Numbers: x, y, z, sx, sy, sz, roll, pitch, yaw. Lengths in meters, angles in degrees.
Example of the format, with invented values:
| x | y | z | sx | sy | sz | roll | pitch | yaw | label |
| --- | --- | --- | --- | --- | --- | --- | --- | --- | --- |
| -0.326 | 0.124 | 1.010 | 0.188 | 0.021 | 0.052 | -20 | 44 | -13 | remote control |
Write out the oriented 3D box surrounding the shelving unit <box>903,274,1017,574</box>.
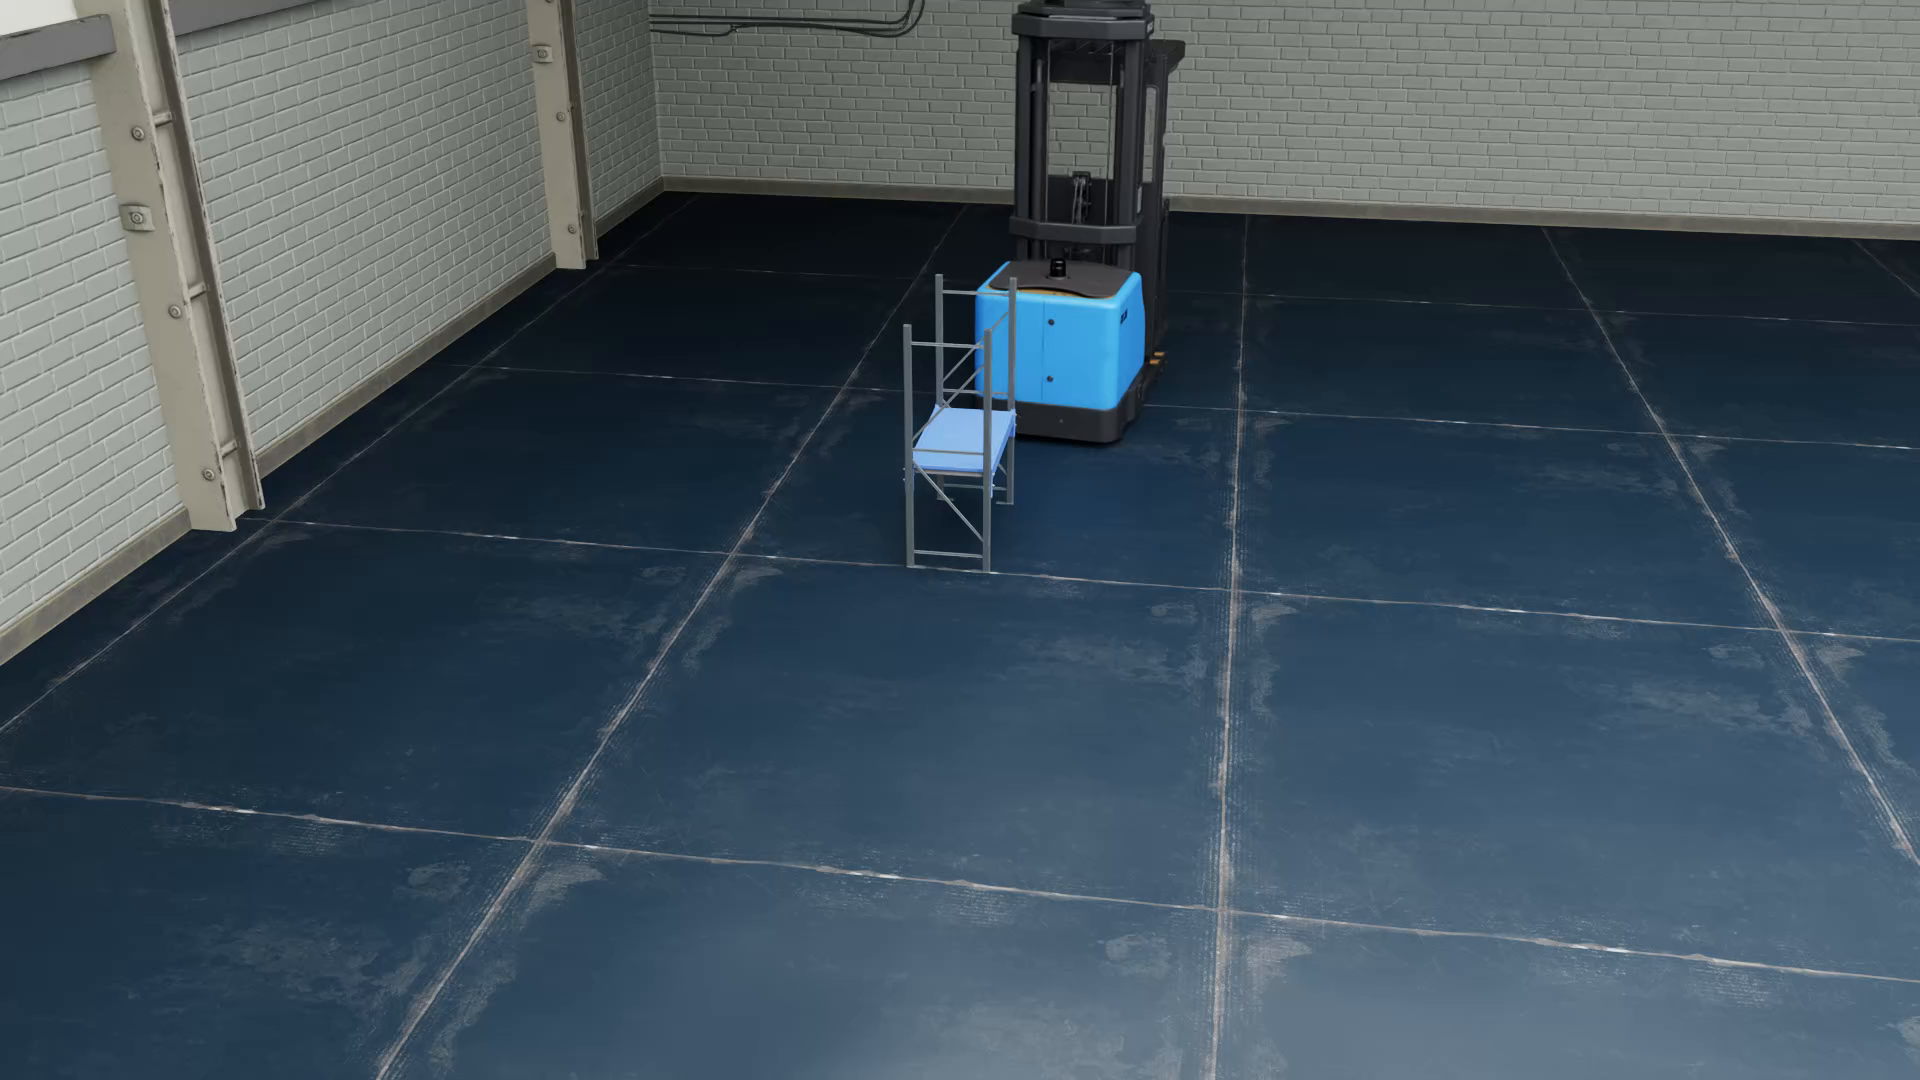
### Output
| x | y | z | sx | sy | sz | roll | pitch | yaw | label |
| --- | --- | --- | --- | --- | --- | --- | --- | --- | --- |
| 0.014 | -0.715 | 10.008 | 0.538 | 1.500 | 1.048 | 4 | 25 | 9 | shelving unit |

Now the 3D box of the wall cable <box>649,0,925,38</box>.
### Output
| x | y | z | sx | sy | sz | roll | pitch | yaw | label |
| --- | --- | --- | --- | --- | --- | --- | --- | --- | --- |
| -1.888 | -6.464 | 17.108 | 3.097 | 2.526 | 0.112 | 4 | 25 | 9 | wall cable |

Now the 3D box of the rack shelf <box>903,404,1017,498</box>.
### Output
| x | y | z | sx | sy | sz | roll | pitch | yaw | label |
| --- | --- | --- | --- | --- | --- | --- | --- | --- | --- |
| 0.014 | -0.552 | 10.085 | 0.538 | 0.185 | 1.000 | 4 | 25 | 9 | rack shelf |

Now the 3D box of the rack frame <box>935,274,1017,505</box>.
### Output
| x | y | z | sx | sy | sz | roll | pitch | yaw | label |
| --- | --- | --- | --- | --- | --- | --- | --- | --- | --- |
| 0.097 | -0.928 | 10.462 | 0.500 | 1.500 | 0.032 | 4 | 25 | 9 | rack frame |

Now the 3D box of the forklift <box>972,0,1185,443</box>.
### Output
| x | y | z | sx | sy | sz | roll | pitch | yaw | label |
| --- | --- | --- | --- | --- | --- | --- | --- | --- | --- |
| 1.004 | -2.603 | 12.354 | 1.130 | 2.935 | 3.031 | 7 | 26 | 15 | forklift |

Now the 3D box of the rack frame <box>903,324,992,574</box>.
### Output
| x | y | z | sx | sy | sz | roll | pitch | yaw | label |
| --- | --- | --- | --- | --- | --- | --- | --- | --- | --- |
| -0.069 | -0.502 | 9.554 | 0.500 | 1.500 | 0.032 | 4 | 25 | 9 | rack frame |

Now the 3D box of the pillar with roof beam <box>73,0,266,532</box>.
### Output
| x | y | z | sx | sy | sz | roll | pitch | yaw | label |
| --- | --- | --- | --- | --- | --- | --- | --- | --- | --- |
| -0.408 | -3.922 | 8.015 | 9.100 | 9.000 | 0.400 | 4 | 25 | 9 | pillar with roof beam |

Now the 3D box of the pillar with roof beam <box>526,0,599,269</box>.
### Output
| x | y | z | sx | sy | sz | roll | pitch | yaw | label |
| --- | --- | --- | --- | --- | --- | --- | --- | --- | --- |
| 0.573 | -6.432 | 13.376 | 9.100 | 9.000 | 0.400 | 4 | 25 | 9 | pillar with roof beam |
